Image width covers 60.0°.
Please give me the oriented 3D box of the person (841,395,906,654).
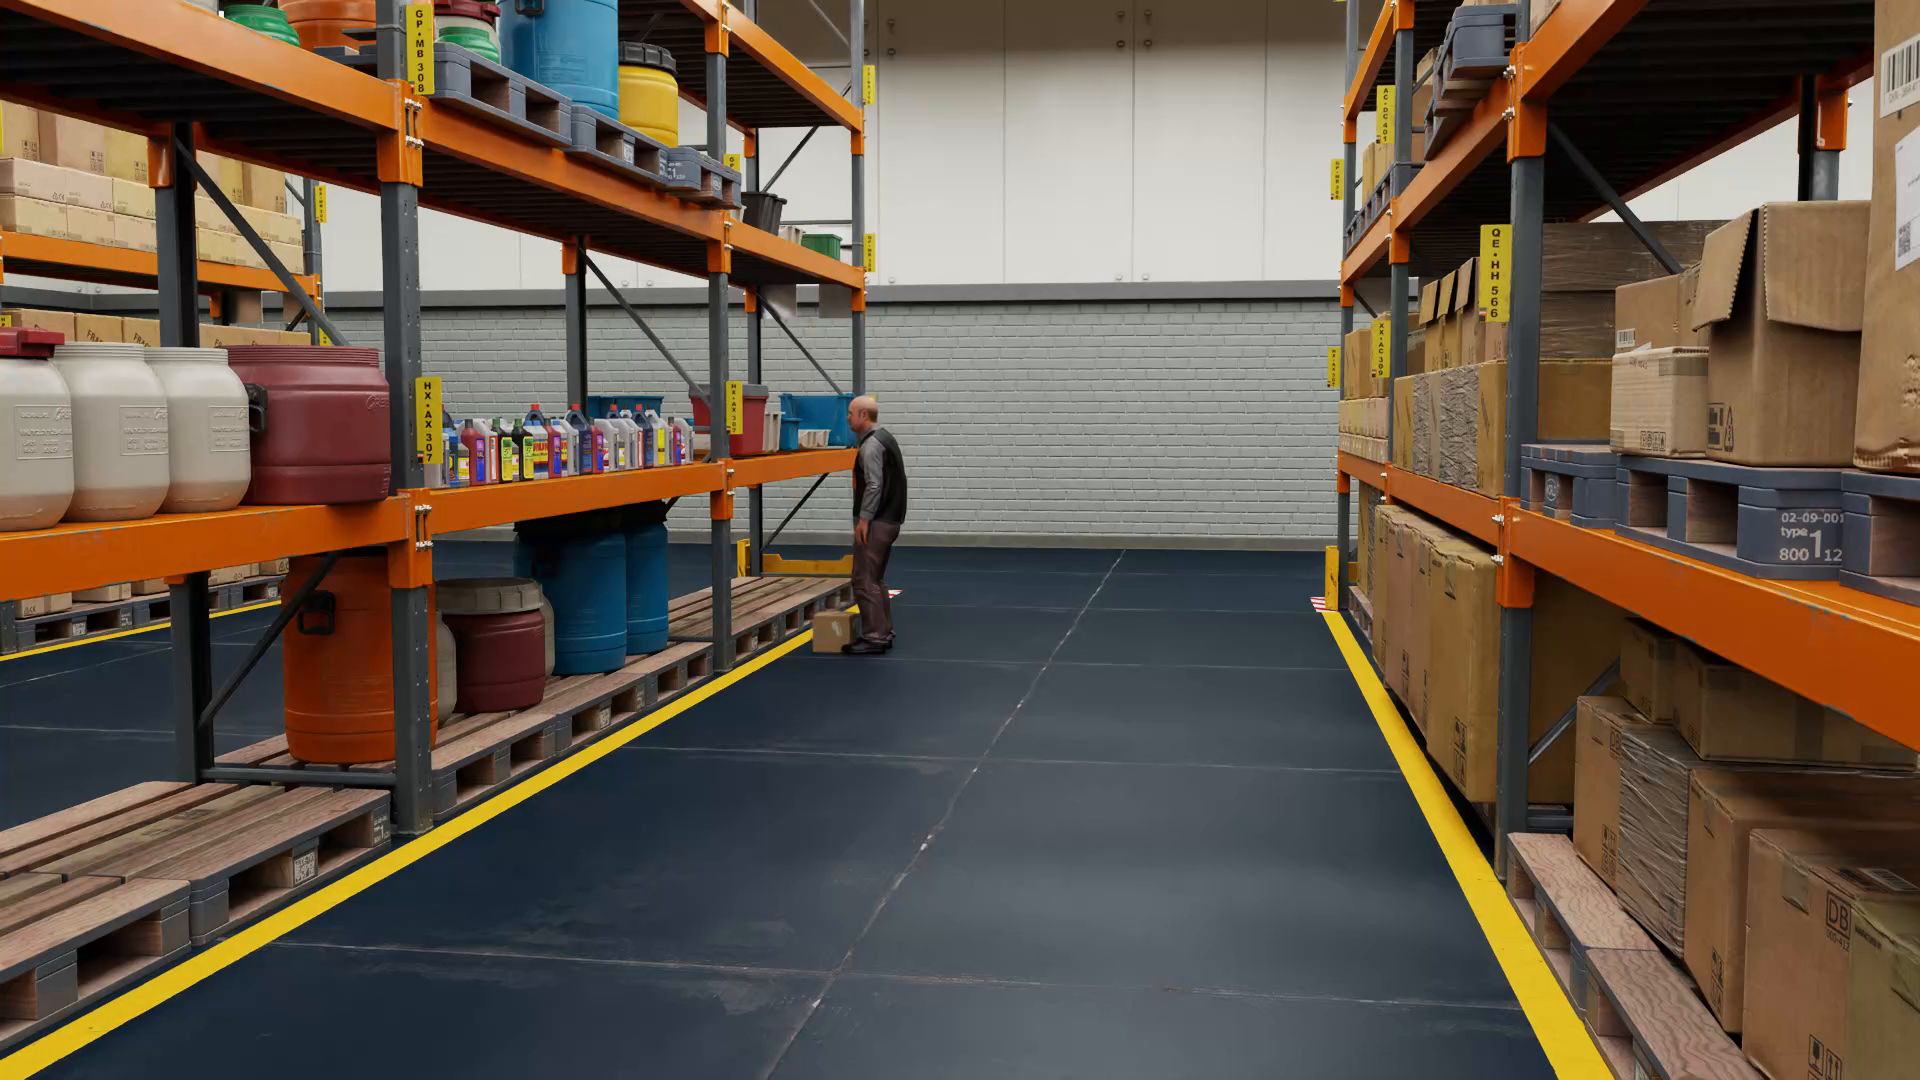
[{"bbox_3d":[-0.573,-0.107,11.161,0.425,1.721,0.594,0,4,5],"label":"person"}]
